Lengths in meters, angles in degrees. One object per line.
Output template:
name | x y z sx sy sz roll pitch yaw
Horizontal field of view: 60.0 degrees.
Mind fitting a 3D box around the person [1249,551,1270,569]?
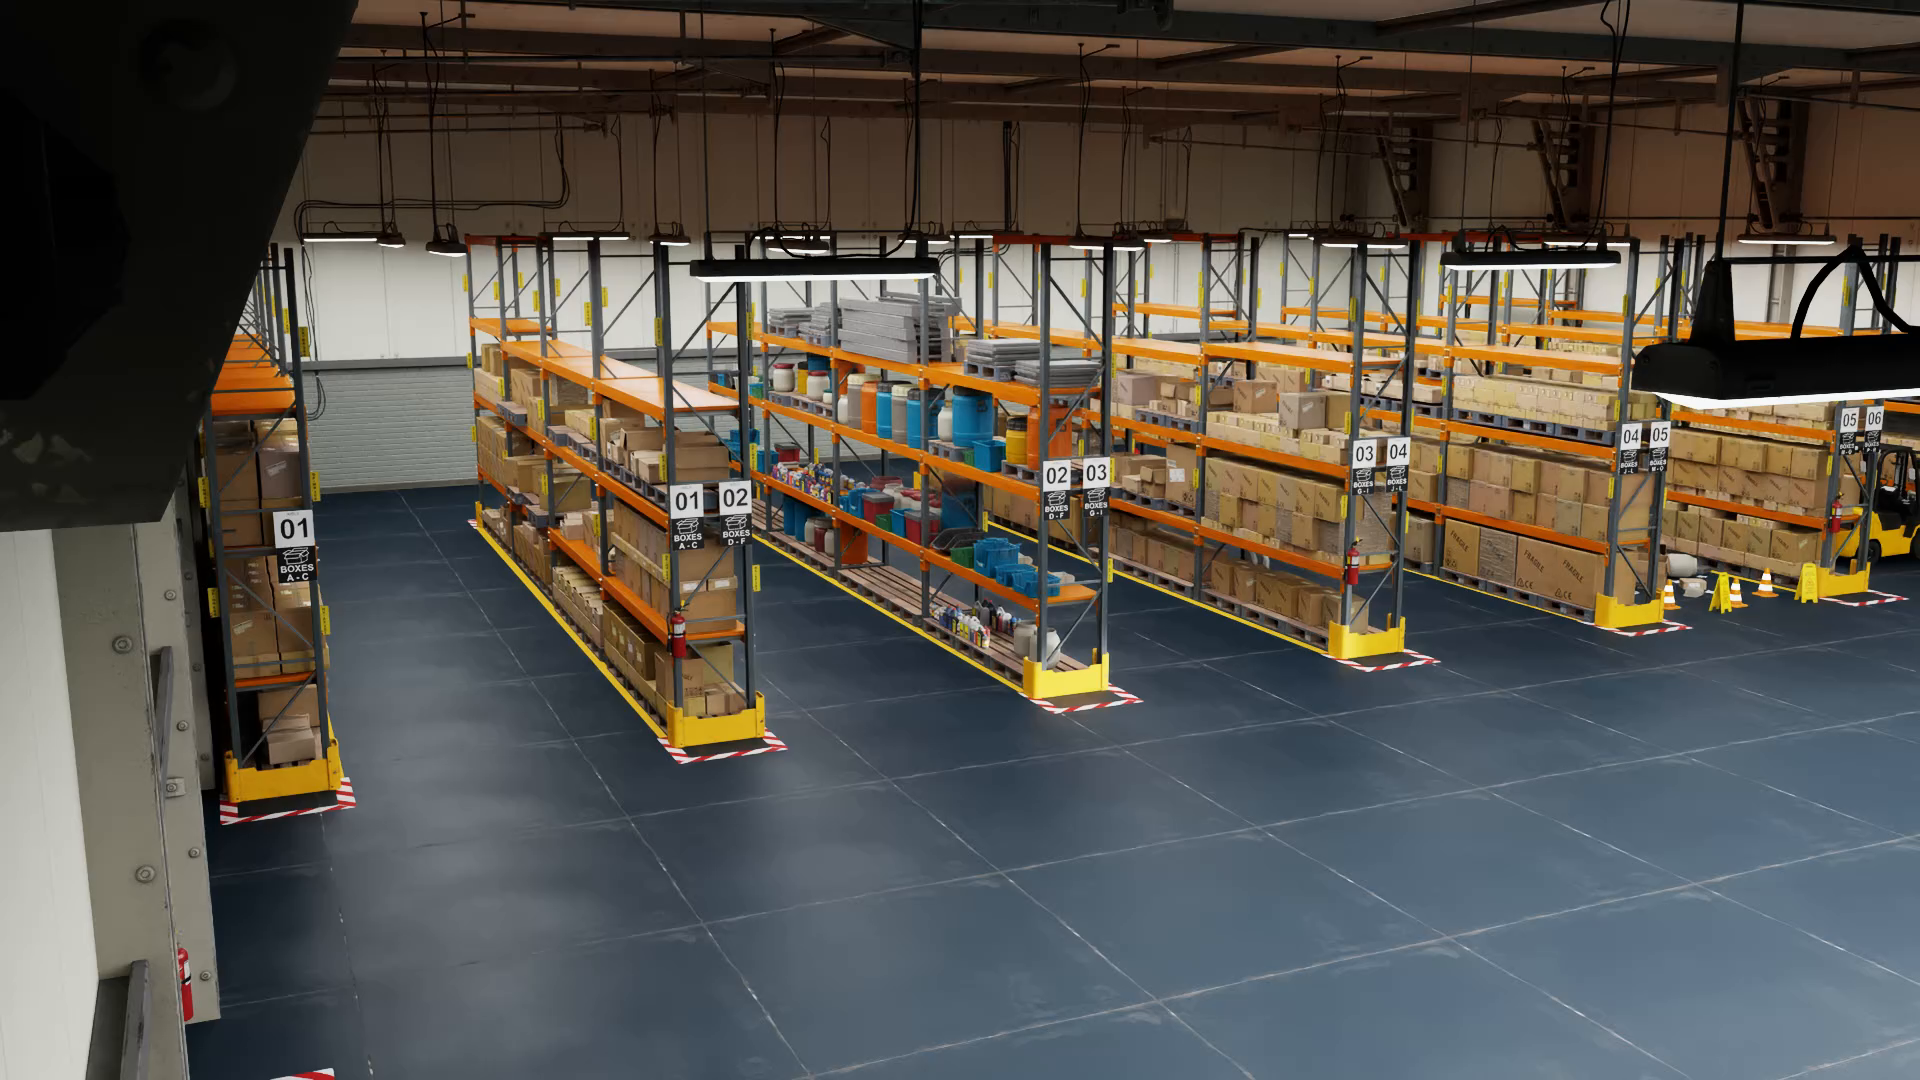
person | 5.286 -0.131 29.444 0.512 1.674 0.516 -4 12 -21

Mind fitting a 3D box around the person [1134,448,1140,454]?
person | 3.586 -1.095 34.394 0.695 1.680 0.664 -3 11 -14
